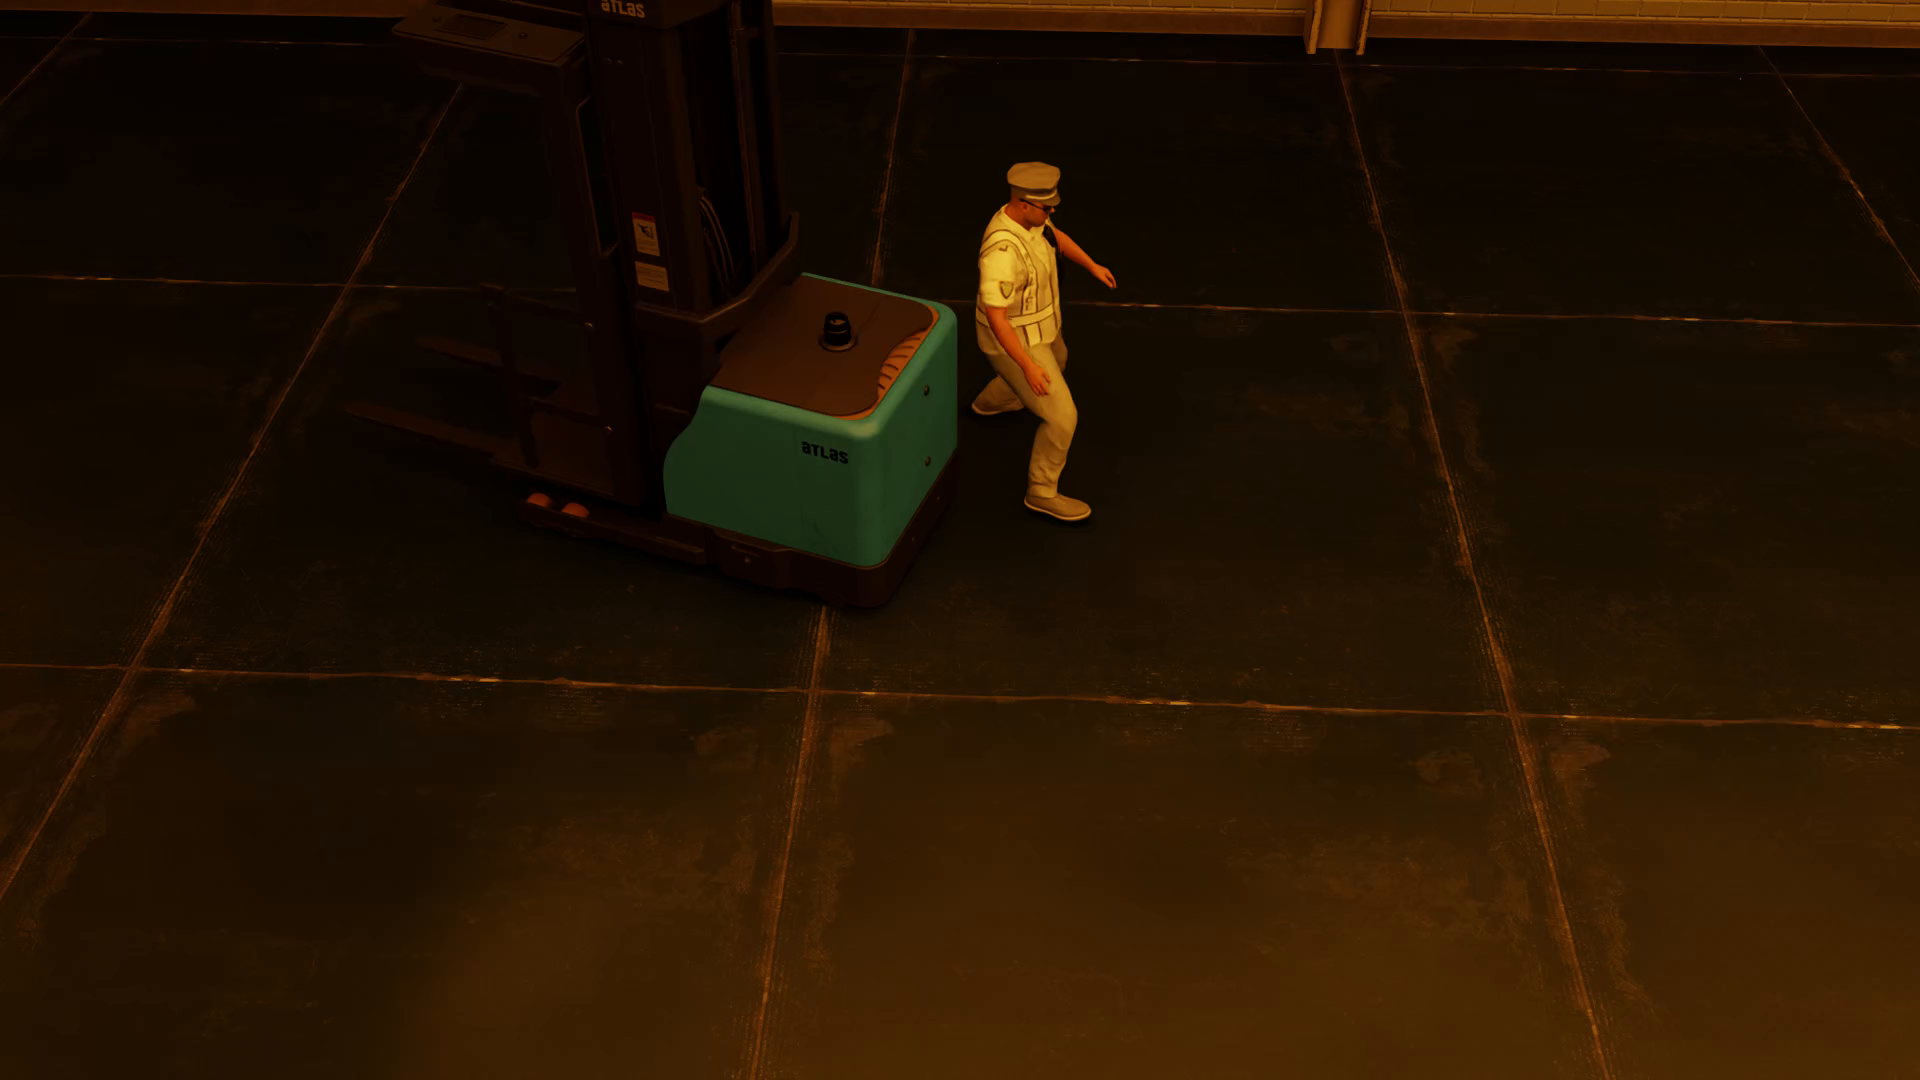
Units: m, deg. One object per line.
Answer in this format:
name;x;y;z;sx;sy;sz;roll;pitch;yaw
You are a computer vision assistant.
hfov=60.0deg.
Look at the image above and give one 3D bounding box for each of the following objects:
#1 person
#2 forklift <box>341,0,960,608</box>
person;0.382;-1.022;7.877;0.816;1.630;0.959;14;44;15
forklift;-1.567;-1.409;7.286;3.031;2.935;1.130;15;44;16
